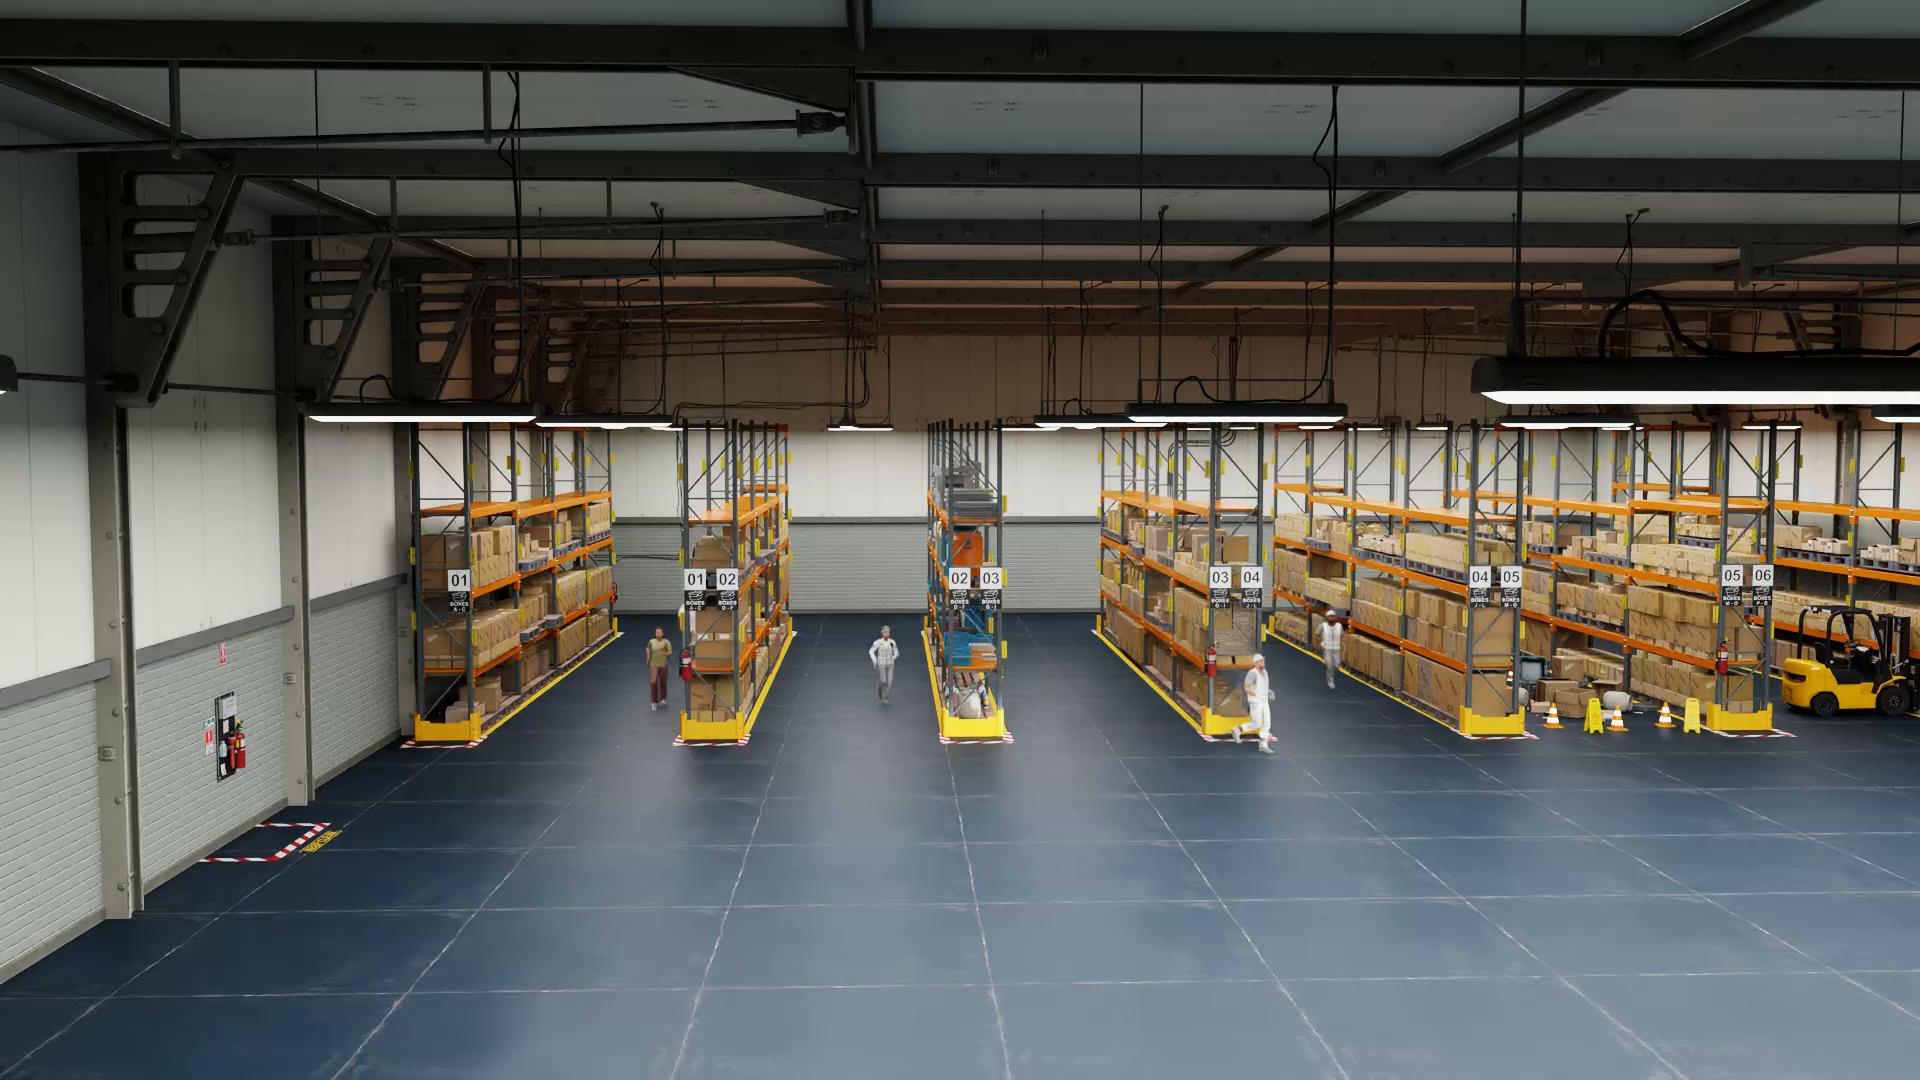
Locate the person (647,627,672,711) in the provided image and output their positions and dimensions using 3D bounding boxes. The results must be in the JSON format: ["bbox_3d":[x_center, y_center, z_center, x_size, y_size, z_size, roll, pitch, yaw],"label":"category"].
[{"bbox_3d":[-6.267,2.663,34.672,0.550,1.726,0.755,0,4,-6],"label":"person"}]

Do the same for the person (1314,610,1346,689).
[{"bbox_3d":[8.360,2.457,37.562,0.682,1.742,0.655,0,4,-2],"label":"person"}]

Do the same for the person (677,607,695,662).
[{"bbox_3d":[-6.645,2.237,41.051,0.730,1.726,0.594,0,4,0],"label":"person"}]

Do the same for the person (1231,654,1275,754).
[{"bbox_3d":[5.331,2.931,30.002,0.820,1.775,0.662,3,5,43],"label":"person"}]

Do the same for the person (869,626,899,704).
[{"bbox_3d":[-1.570,2.646,35.177,0.608,1.651,0.538,-1,4,-17],"label":"person"}]
